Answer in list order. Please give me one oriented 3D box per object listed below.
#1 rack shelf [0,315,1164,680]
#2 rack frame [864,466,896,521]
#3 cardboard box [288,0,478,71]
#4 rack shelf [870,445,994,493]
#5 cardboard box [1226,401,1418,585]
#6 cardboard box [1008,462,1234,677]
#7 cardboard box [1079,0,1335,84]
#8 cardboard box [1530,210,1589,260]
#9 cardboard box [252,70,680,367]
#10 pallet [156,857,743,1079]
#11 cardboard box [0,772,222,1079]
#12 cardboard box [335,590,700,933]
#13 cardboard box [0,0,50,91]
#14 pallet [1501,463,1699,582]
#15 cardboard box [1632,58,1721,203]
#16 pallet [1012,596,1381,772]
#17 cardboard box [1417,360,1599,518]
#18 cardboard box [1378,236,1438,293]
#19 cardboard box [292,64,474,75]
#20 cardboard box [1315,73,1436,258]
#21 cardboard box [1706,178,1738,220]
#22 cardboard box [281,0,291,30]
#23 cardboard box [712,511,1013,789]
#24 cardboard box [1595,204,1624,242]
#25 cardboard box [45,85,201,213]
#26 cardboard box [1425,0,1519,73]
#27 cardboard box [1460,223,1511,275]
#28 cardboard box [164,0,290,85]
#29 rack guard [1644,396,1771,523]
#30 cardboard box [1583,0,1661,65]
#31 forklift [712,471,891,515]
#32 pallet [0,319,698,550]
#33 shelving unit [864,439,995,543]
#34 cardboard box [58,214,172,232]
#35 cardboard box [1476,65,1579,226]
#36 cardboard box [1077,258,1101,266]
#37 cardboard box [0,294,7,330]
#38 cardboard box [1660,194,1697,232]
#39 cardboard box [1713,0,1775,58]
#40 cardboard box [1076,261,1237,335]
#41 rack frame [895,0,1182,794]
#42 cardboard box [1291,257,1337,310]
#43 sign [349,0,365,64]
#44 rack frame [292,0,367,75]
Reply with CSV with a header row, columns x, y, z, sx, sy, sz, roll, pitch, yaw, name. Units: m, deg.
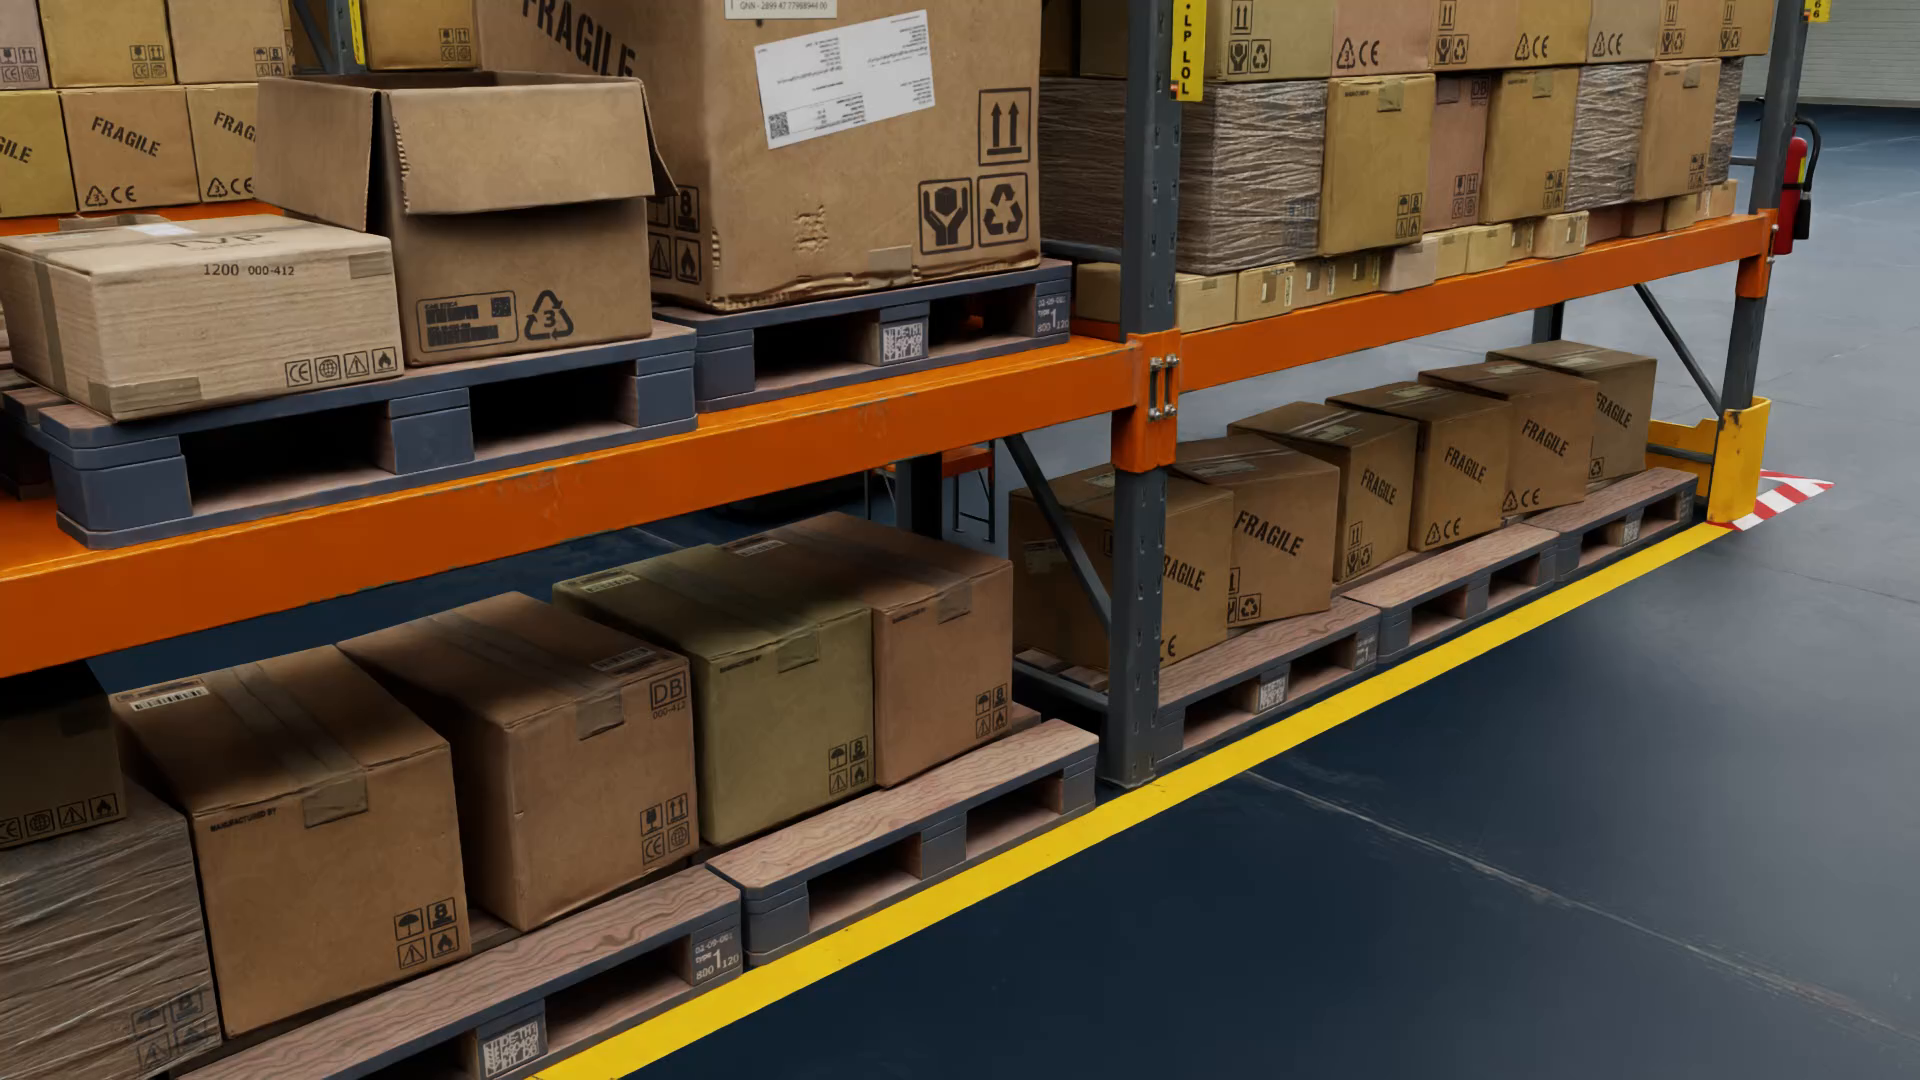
x,y,z,sx,sy,sz,roll,pitch,yaw,name
-1.271,-0.062,3.478,4.000,0.370,1.077,-16,24,-41,rack shelf
-0.298,-0.484,6.532,0.015,1.200,0.240,-16,24,-41,rack frame
-2.861,-2.616,8.196,0.550,0.550,0.875,-16,24,-41,cardboard box
-0.120,-0.283,6.773,0.480,0.148,0.258,-16,24,-41,rack shelf
1.308,-0.186,6.068,0.500,0.500,0.500,15,23,39,cardboard box
0.500,0.086,5.228,0.500,0.500,0.500,17,25,42,cardboard box
0.683,-1.531,4.577,0.500,0.500,0.500,-16,24,-41,cardboard box
2.005,-1.108,5.945,0.250,0.149,0.380,-16,24,-41,cardboard box
-1.014,-0.688,3.396,0.637,0.503,0.797,-13,22,-35,cardboard box
-1.270,0.924,3.793,1.213,0.211,1.003,-16,24,-41,pallet
-1.857,0.733,3.200,0.700,0.500,0.500,15,24,39,cardboard box
-1.045,0.493,3.940,0.700,0.500,0.500,15,23,39,cardboard box
-4.249,-2.161,7.002,0.500,0.500,0.700,-16,24,-40,cardboard box
2.419,-0.168,7.162,1.213,0.211,1.003,-16,24,-41,pallet
2.389,-1.621,6.476,0.500,0.500,0.875,-16,24,-41,cardboard box
0.646,0.349,5.567,1.213,0.211,1.003,-16,24,-41,pallet
2.212,-0.423,6.798,0.500,0.500,0.500,-9,20,-27,cardboard box
1.283,-0.894,5.287,0.250,0.149,0.380,-16,24,-41,cardboard box
-2.893,-2.113,8.394,0.550,0.550,0.875,-16,24,-41,cardboard box
0.939,-1.196,5.166,0.500,0.500,0.875,-16,24,-41,cardboard box
3.023,-1.449,6.998,0.250,0.149,0.380,-16,24,-41,cardboard box
-5.072,-4.092,12.477,0.500,0.500,0.700,-16,24,-41,cardboard box
-0.279,0.277,4.605,0.700,0.500,0.500,16,24,40,cardboard box
2.292,-1.238,6.348,0.250,0.149,0.380,-16,24,-41,cardboard box
-3.715,-1.731,7.297,0.500,0.500,0.500,-17,24,-41,cardboard box
1.409,-1.743,5.231,0.500,0.500,0.500,-16,24,-41,cardboard box
1.625,-1.007,5.635,0.250,0.149,0.380,-16,24,-41,cardboard box
-3.509,-2.377,7.670,0.500,0.500,0.700,-17,24,-42,cardboard box
3.033,-0.470,7.624,0.348,0.500,1.175,-16,24,-41,rack guard
2.134,-1.955,5.886,0.500,0.500,0.500,-16,24,-41,cardboard box
-1.605,-1.874,8.012,3.031,2.935,1.130,17,24,41,forklift
-1.314,-0.317,3.411,1.213,0.211,1.003,-16,24,-41,pallet
-0.120,-0.536,6.691,0.503,1.200,0.258,-16,24,-41,shelving unit
-1.698,-0.530,3.292,0.396,0.266,0.258,17,25,42,cardboard box
1.625,-1.421,5.861,0.500,0.500,0.875,-16,24,-41,cardboard box
0.324,-0.870,5.213,0.250,0.149,0.380,-16,24,-41,cardboard box
-4.245,-0.735,7.355,0.750,0.750,1.050,-16,24,-41,cardboard box
2.695,-1.332,6.636,0.250,0.149,0.380,-16,24,-41,cardboard box
2.858,-2.168,6.542,0.500,0.500,0.500,-16,24,-41,cardboard box
0.545,-0.686,4.645,0.250,0.149,0.380,-16,24,-41,cardboard box
0.182,-0.828,4.674,0.127,3.000,1.000,-16,24,-41,rack frame
0.898,-0.795,4.982,0.250,0.149,0.380,-16,24,-41,cardboard box
-2.773,-2.354,7.633,0.005,0.325,0.100,-16,24,-41,sign
-3.152,-1.961,8.168,0.127,3.000,1.000,-16,24,-41,rack frame
